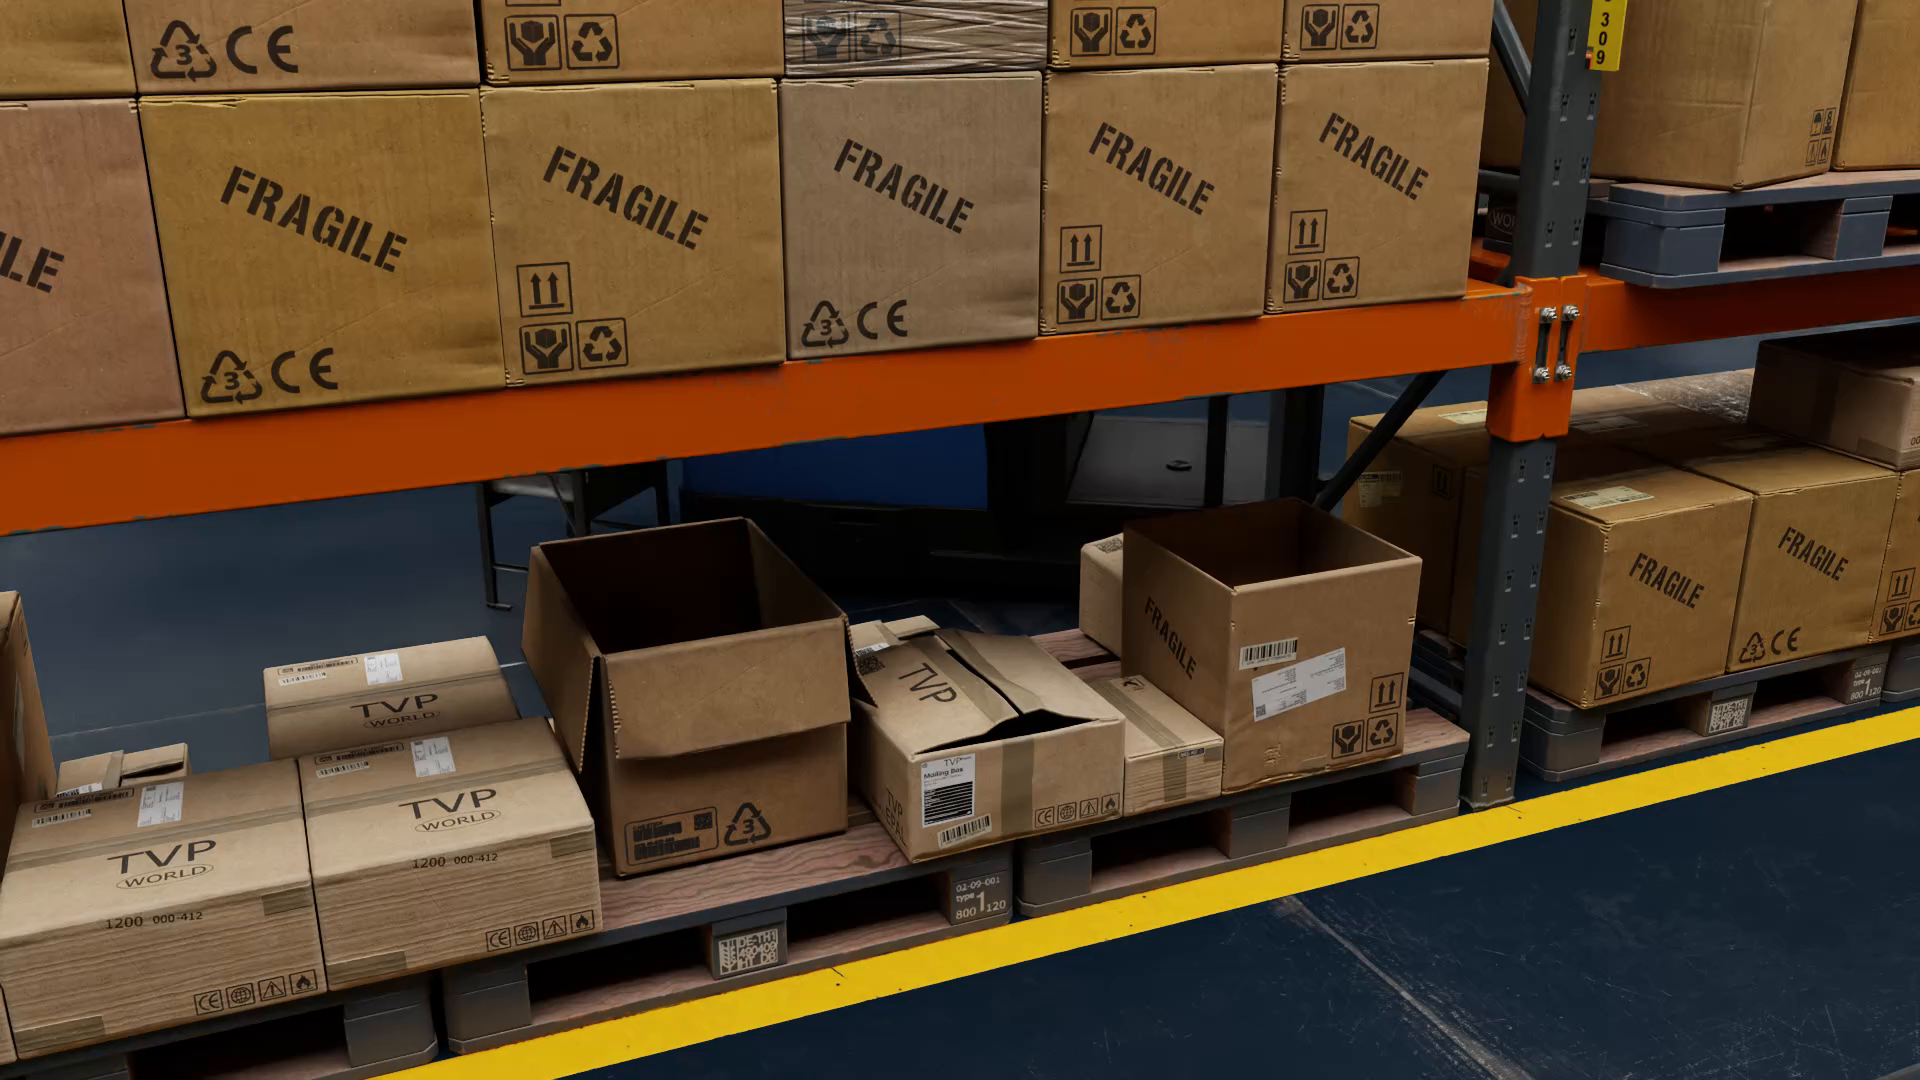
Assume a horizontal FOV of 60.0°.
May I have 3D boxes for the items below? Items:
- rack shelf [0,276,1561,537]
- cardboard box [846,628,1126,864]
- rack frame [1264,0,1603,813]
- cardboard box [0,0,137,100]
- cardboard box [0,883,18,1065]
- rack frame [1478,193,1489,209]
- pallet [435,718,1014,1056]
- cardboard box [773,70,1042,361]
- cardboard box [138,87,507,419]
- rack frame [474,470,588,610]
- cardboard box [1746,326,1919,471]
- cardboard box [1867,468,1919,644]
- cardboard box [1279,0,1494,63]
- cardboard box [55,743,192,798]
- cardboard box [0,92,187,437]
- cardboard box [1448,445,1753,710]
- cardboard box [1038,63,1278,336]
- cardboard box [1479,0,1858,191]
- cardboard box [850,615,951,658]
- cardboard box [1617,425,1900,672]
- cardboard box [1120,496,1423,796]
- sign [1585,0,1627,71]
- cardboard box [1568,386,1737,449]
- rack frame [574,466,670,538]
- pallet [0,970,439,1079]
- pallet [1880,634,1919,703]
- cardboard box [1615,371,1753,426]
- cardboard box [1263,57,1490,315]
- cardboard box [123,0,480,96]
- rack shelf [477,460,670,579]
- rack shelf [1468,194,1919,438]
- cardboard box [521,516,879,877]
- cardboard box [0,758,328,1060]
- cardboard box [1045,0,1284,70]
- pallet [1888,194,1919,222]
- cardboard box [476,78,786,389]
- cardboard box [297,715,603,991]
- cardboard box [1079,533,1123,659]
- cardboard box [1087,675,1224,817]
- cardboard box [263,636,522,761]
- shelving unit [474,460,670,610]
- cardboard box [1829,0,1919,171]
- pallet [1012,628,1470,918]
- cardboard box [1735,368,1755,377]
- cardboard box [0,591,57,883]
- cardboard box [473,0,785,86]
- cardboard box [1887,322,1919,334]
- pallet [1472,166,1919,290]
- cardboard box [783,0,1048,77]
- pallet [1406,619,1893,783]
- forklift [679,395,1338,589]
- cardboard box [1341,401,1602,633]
[{"bbox_3d":[-0.708,-0.299,3.438,4.000,0.370,1.077,-8,21,-22],"label":"rack shelf"},{"bbox_3d":[0.029,0.419,3.700,0.500,0.311,0.500,-8,21,-22],"label":"cardboard box"},{"bbox_3d":[1.128,-0.901,4.065,0.127,3.000,1.000,-8,21,-22],"label":"rack frame"},{"bbox_3d":[-1.556,-0.943,2.528,0.500,0.500,0.500,-8,21,-21],"label":"cardboard box"},{"bbox_3d":[-1.794,0.771,2.921,0.250,0.166,0.380,-8,21,-22],"label":"cardboard box"},{"bbox_3d":[2.843,-2.939,9.851,0.127,3.000,1.000,-8,21,-22],"label":"rack frame"},{"bbox_3d":[-0.624,0.666,3.813,1.213,0.211,1.003,-8,21,-22],"label":"pallet"},{"bbox_3d":[-0.173,-0.668,3.252,0.500,0.500,0.500,-8,21,-21],"label":"cardboard box"},{"bbox_3d":[-1.099,-0.535,2.874,0.500,0.500,0.500,-8,21,-22],"label":"cardboard box"},{"bbox_3d":[-1.349,-0.752,4.997,0.400,2.100,0.015,7,21,19],"label":"rack frame"},{"bbox_3d":[2.587,-0.404,4.626,0.500,0.250,0.500,-8,21,-22],"label":"cardboard box"},{"bbox_3d":[2.616,-0.056,4.766,0.500,0.500,0.500,-8,21,-21],"label":"cardboard box"},{"bbox_3d":[0.767,-1.275,3.470,0.500,0.500,0.500,-8,21,-22],"label":"cardboard box"},{"bbox_3d":[-1.735,0.581,3.458,0.250,0.166,0.380,-8,21,-22],"label":"cardboard box"},{"bbox_3d":[-1.561,-0.470,2.689,0.500,0.500,0.500,-8,21,-22],"label":"cardboard box"},{"bbox_3d":[1.669,0.081,4.377,0.500,0.500,0.500,-9,21,-24],"label":"cardboard box"},{"bbox_3d":[0.298,-0.736,3.446,0.500,0.500,0.500,-8,21,-20],"label":"cardboard box"},{"bbox_3d":[1.652,-1.141,3.962,0.500,0.500,0.700,-17,26,-40],"label":"cardboard box"},{"bbox_3d":[-0.133,0.334,4.162,0.250,0.166,0.380,-8,21,-22],"label":"cardboard box"},{"bbox_3d":[2.154,0.007,4.586,0.500,0.500,0.500,-8,21,-21],"label":"cardboard box"},{"bbox_3d":[0.718,0.232,3.949,0.500,0.500,0.500,-8,21,-22],"label":"cardboard box"},{"bbox_3d":[1.350,-1.145,3.455,0.005,0.325,0.100,-8,21,-22],"label":"sign"},{"bbox_3d":[1.925,-0.145,5.018,0.500,0.500,0.500,-8,21,-22],"label":"cardboard box"},{"bbox_3d":[-1.176,-0.904,5.428,0.400,2.100,0.015,7,21,19],"label":"rack frame"},{"bbox_3d":[-1.743,0.825,3.361,1.213,0.211,1.003,-8,21,-22],"label":"pallet"},{"bbox_3d":[2.982,0.134,5.325,1.213,0.211,1.003,-8,21,-22],"label":"pallet"},{"bbox_3d":[2.386,-0.210,5.205,0.500,0.500,0.500,-8,21,-21],"label":"cardboard box"},{"bbox_3d":[0.771,-0.805,3.640,0.500,0.500,0.500,-8,21,-21],"label":"cardboard box"},{"bbox_3d":[-1.094,-1.007,2.710,0.500,0.500,0.500,-8,21,-21],"label":"cardboard box"},{"bbox_3d":[-1.263,-0.155,5.449,0.431,0.518,0.480,7,21,19],"label":"rack shelf"},{"bbox_3d":[2.965,-0.825,4.932,4.000,0.370,1.077,-8,21,-22],"label":"rack shelf"},{"bbox_3d":[-0.595,0.317,3.701,0.637,0.503,0.797,-8,21,-22],"label":"cardboard box"},{"bbox_3d":[-1.474,0.663,3.099,0.500,0.250,0.500,-8,21,-22],"label":"cardboard box"},{"bbox_3d":[0.297,-1.206,3.276,0.500,0.500,0.500,-9,21,-23],"label":"cardboard box"},{"bbox_3d":[3.017,-1.080,4.861,1.213,0.211,1.003,-8,21,-22],"label":"pallet"},{"bbox_3d":[-0.639,-0.600,3.059,0.500,0.500,0.500,-8,21,-21],"label":"cardboard box"},{"bbox_3d":[-1.015,0.598,3.286,0.500,0.250,0.500,-8,21,-22],"label":"cardboard box"},{"bbox_3d":[0.657,0.149,4.469,0.500,0.311,0.500,-8,21,-22],"label":"cardboard box"},{"bbox_3d":[0.397,0.465,3.815,0.250,0.149,0.380,-8,21,-22],"label":"cardboard box"},{"bbox_3d":[-1.259,0.452,3.700,0.500,0.250,0.500,-8,21,-22],"label":"cardboard box"},{"bbox_3d":[-1.263,-0.828,5.212,0.431,2.100,0.503,7,21,19],"label":"shelving unit"},{"bbox_3d":[2.258,-1.251,4.274,0.500,0.500,0.700,-5,20,-13],"label":"cardboard box"},{"bbox_3d":[0.497,0.504,4.273,1.213,0.211,1.003,-8,21,-22],"label":"pallet"},{"bbox_3d":[2.852,-0.278,5.396,0.500,0.500,0.500,-9,21,-24],"label":"cardboard box"},{"bbox_3d":[-2.143,0.450,3.330,0.500,0.500,0.500,-8,21,-22],"label":"cardboard box"},{"bbox_3d":[-0.628,-1.074,2.901,0.500,0.500,0.500,-8,21,-22],"label":"cardboard box"},{"bbox_3d":[3.048,-0.471,4.814,0.500,0.250,0.500,-9,21,-23],"label":"cardboard box"},{"bbox_3d":[1.905,-0.883,4.301,1.213,0.211,1.003,-8,21,-22],"label":"pallet"},{"bbox_3d":[-0.165,-1.140,3.088,0.500,0.500,0.500,-8,21,-21],"label":"cardboard box"},{"bbox_3d":[1.860,0.295,4.865,1.213,0.211,1.003,-8,21,-22],"label":"pallet"},{"bbox_3d":[0.619,-1.331,5.388,3.031,2.935,1.130,3,20,9],"label":"forklift"},{"bbox_3d":[1.468,-0.082,4.840,0.500,0.500,0.500,-8,21,-22],"label":"cardboard box"}]
